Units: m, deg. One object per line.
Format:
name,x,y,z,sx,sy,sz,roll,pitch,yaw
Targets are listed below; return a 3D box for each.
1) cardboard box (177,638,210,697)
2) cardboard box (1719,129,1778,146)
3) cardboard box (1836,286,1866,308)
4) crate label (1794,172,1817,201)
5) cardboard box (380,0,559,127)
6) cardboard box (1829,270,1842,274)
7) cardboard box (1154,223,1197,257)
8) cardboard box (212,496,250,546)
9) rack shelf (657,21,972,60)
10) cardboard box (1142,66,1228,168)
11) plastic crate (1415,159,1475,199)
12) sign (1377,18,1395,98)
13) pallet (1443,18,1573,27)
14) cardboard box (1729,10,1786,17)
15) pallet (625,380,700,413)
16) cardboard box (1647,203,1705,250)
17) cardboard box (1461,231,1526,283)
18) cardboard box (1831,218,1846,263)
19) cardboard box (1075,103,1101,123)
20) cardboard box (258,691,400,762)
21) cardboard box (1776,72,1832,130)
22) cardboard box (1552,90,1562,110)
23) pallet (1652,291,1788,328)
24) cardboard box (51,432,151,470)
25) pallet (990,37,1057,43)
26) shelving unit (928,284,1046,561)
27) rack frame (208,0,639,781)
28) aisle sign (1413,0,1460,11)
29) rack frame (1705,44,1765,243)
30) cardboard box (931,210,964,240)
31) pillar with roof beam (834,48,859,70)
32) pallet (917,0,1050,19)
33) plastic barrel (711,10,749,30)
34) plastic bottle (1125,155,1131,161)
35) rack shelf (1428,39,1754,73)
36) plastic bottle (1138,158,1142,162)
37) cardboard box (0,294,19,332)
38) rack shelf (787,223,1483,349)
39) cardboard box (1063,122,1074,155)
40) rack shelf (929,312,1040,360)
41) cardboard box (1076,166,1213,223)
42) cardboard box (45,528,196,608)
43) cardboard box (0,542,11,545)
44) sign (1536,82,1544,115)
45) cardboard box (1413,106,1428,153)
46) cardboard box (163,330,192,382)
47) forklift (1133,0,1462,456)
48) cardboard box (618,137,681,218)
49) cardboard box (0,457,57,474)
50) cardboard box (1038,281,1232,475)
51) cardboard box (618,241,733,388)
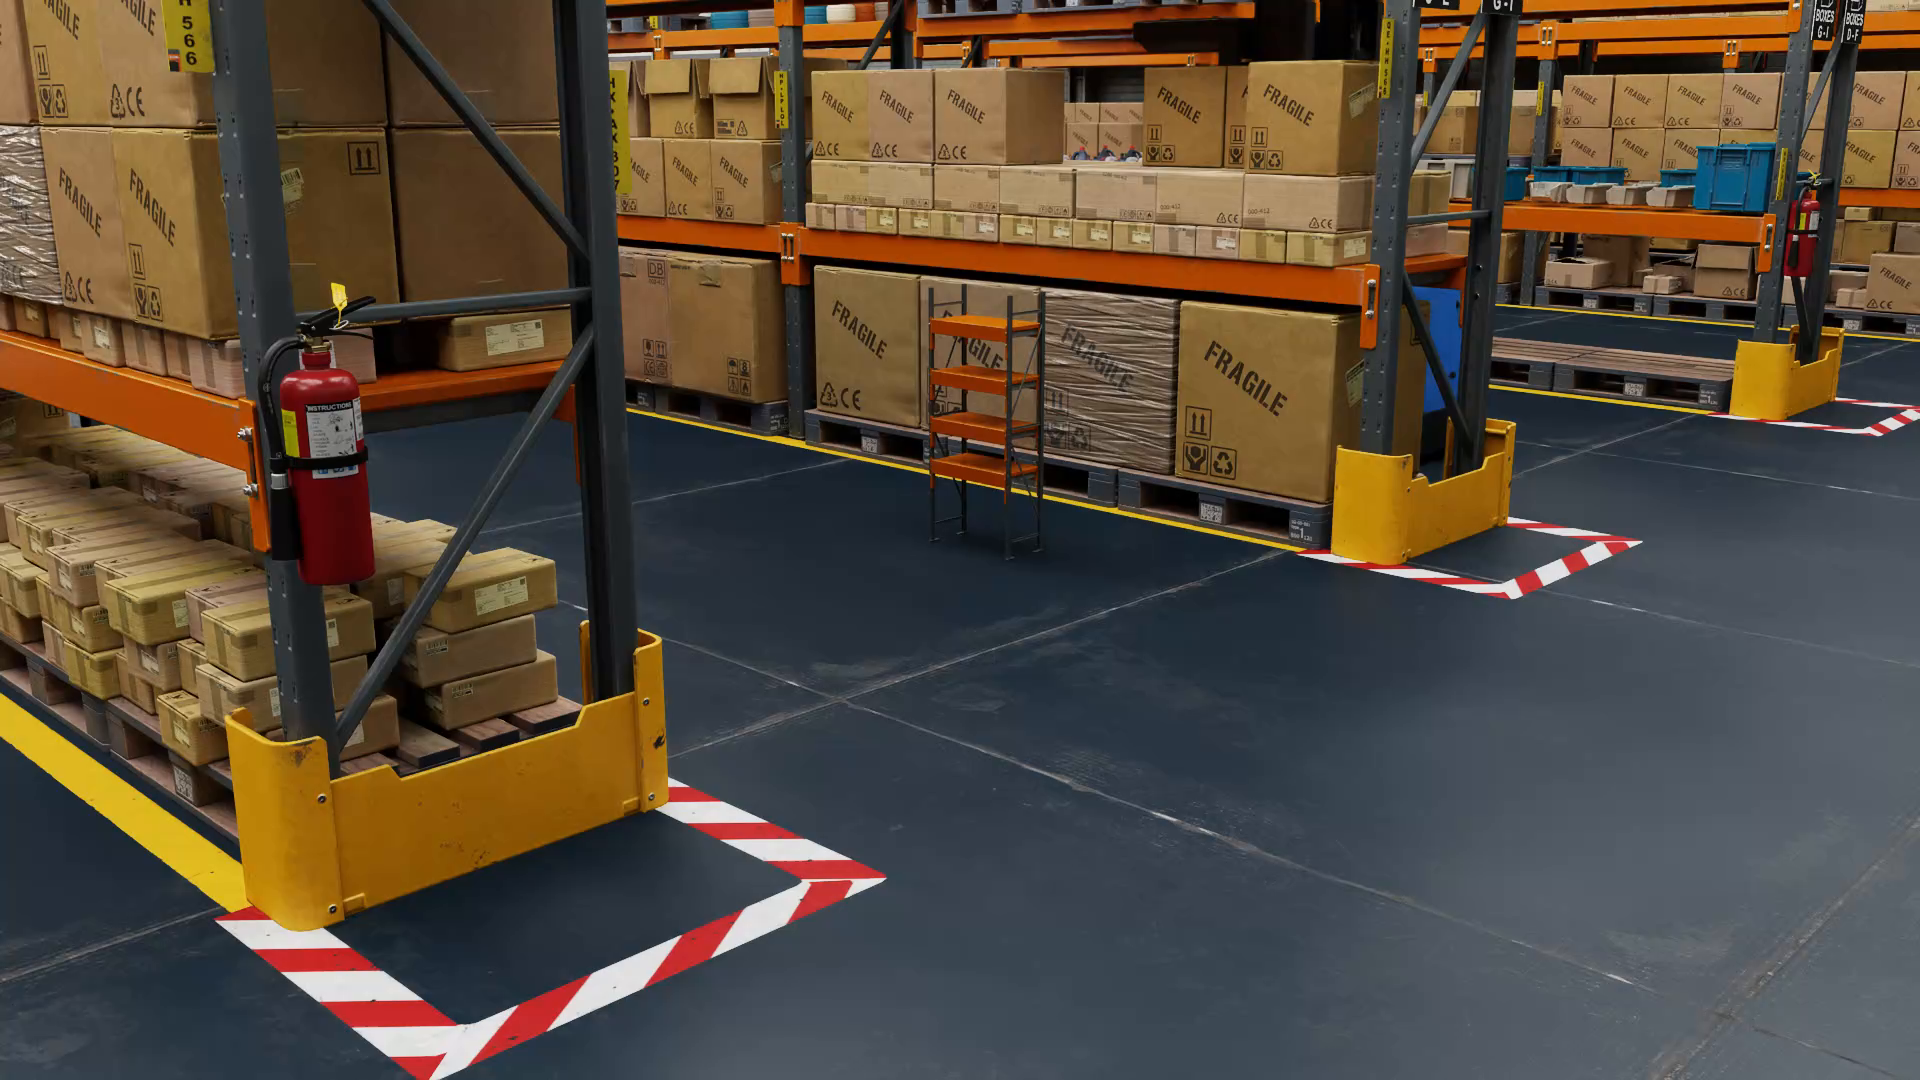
cardboard box,-2.043,0.350,4.870,0.250,0.149,0.380,13,19,41
cardboard box,7.474,-3.610,15.640,0.500,0.500,0.500,13,20,41
cardboard box,8.288,-2.246,15.348,0.250,0.166,0.380,14,20,42
crate label,5.690,-2.419,11.479,0.303,0.233,0.416,14,20,42
cardboard box,-1.453,-1.389,4.543,0.500,0.500,0.500,14,20,42
cardboard box,8.165,-2.470,16.044,0.500,0.250,0.500,14,20,42
cardboard box,1.168,-1.483,8.173,0.250,0.149,0.380,14,20,43
cardboard box,-2.417,-0.078,5.923,0.250,0.149,0.380,14,20,43
rack shelf,-1.560,-5.221,17.499,4.000,0.370,1.077,14,20,42
cardboard box,1.306,-2.213,8.697,0.500,0.500,0.500,13,19,41
plastic crate,3.731,-2.739,12.610,0.530,0.282,0.437,14,20,42
sign,1.814,-2.048,7.075,0.005,0.325,0.100,14,20,42
pallet,5.779,-5.454,17.337,1.003,0.211,1.213,14,20,42
cardboard box,7.457,-4.952,15.338,0.500,0.250,0.500,14,20,42
pallet,-2.169,-1.154,11.943,1.213,0.211,1.003,14,20,42
cardboard box,9.078,-4.119,21.222,0.750,0.750,0.750,14,20,43
cardboard box,5.646,-3.004,17.596,0.500,0.500,0.500,14,20,42
cardboard box,10.462,-3.622,20.007,0.500,0.500,0.700,13,20,42
cardboard box,2.229,-6.860,27.081,0.500,0.500,0.500,-14,20,-42
cardboard box,-1.838,0.536,4.747,0.250,0.149,0.380,14,20,43
cardboard box,7.828,-4.005,15.171,0.500,0.500,0.500,-14,20,-43
cardboard box,8.026,-5.736,21.681,0.500,0.250,0.500,13,20,41
pallet,7.576,-2.283,16.275,1.213,0.211,1.003,14,20,42
cardboard box,-3.546,-0.345,6.949,0.250,0.149,0.380,14,20,43
pallet,1.085,-6.573,21.641,1.217,0.209,0.805,13,19,40
shelving unit,0.119,-0.552,7.670,0.503,1.200,0.258,14,20,42
rack frame,-1.314,-0.586,4.233,0.127,3.000,1.000,14,20,42
aisle sign,2.045,-2.660,7.035,0.004,0.787,0.394,14,20,42
rack frame,9.636,-4.866,20.658,0.127,3.000,1.000,14,20,42
cardboard box,0.058,-1.753,9.208,0.250,0.149,0.380,13,20,41
pillar with roof beam,-5.206,-10.172,29.126,0.400,9.000,9.100,14,20,42
pallet,0.363,-4.976,15.507,1.213,0.211,1.003,14,20,42
plastic barrel,-2.483,-6.112,18.498,0.708,0.901,0.600,14,20,42
plastic bottle,1.552,-3.391,15.254,0.097,0.271,0.097,0,15,0
rack shelf,8.196,-6.319,21.714,4.000,0.370,1.077,14,20,42
plastic bottle,1.625,-3.170,14.396,0.135,0.276,0.152,14,20,42
cardboard box,-3.010,-0.795,5.534,0.380,0.149,0.250,-14,20,-42
rack shelf,0.761,-1.471,9.054,4.000,0.370,1.077,14,20,42
cardboard box,1.362,-5.185,21.685,0.500,0.500,0.500,-13,19,-40
rack shelf,0.119,-0.932,7.571,0.480,0.148,0.258,14,20,42
cardboard box,0.937,-1.755,8.425,0.500,0.250,0.500,13,19,40
cardboard box,-2.662,0.085,5.297,0.380,0.149,0.250,-14,20,-42
cardboard box,-3.336,0.032,6.091,0.380,0.149,0.250,-13,20,-42
sign,5.818,-4.425,16.670,0.005,0.325,0.100,14,20,42
cardboard box,4.885,-4.516,18.283,0.500,0.500,0.700,8,17,28
cardboard box,-1.898,-0.521,4.480,0.250,0.149,0.380,14,20,42
forklift,1.731,-2.142,10.342,3.031,2.935,1.130,14,20,43
cardboard box,-1.937,-2.427,11.101,0.500,0.500,0.500,13,20,42
cardboard box,-3.716,-0.206,6.413,0.250,0.149,0.380,13,20,41
cardboard box,1.030,-0.901,8.820,0.875,0.875,0.875,14,20,42
cardboard box,-1.797,-1.608,11.537,0.875,0.875,1.225,13,19,40
